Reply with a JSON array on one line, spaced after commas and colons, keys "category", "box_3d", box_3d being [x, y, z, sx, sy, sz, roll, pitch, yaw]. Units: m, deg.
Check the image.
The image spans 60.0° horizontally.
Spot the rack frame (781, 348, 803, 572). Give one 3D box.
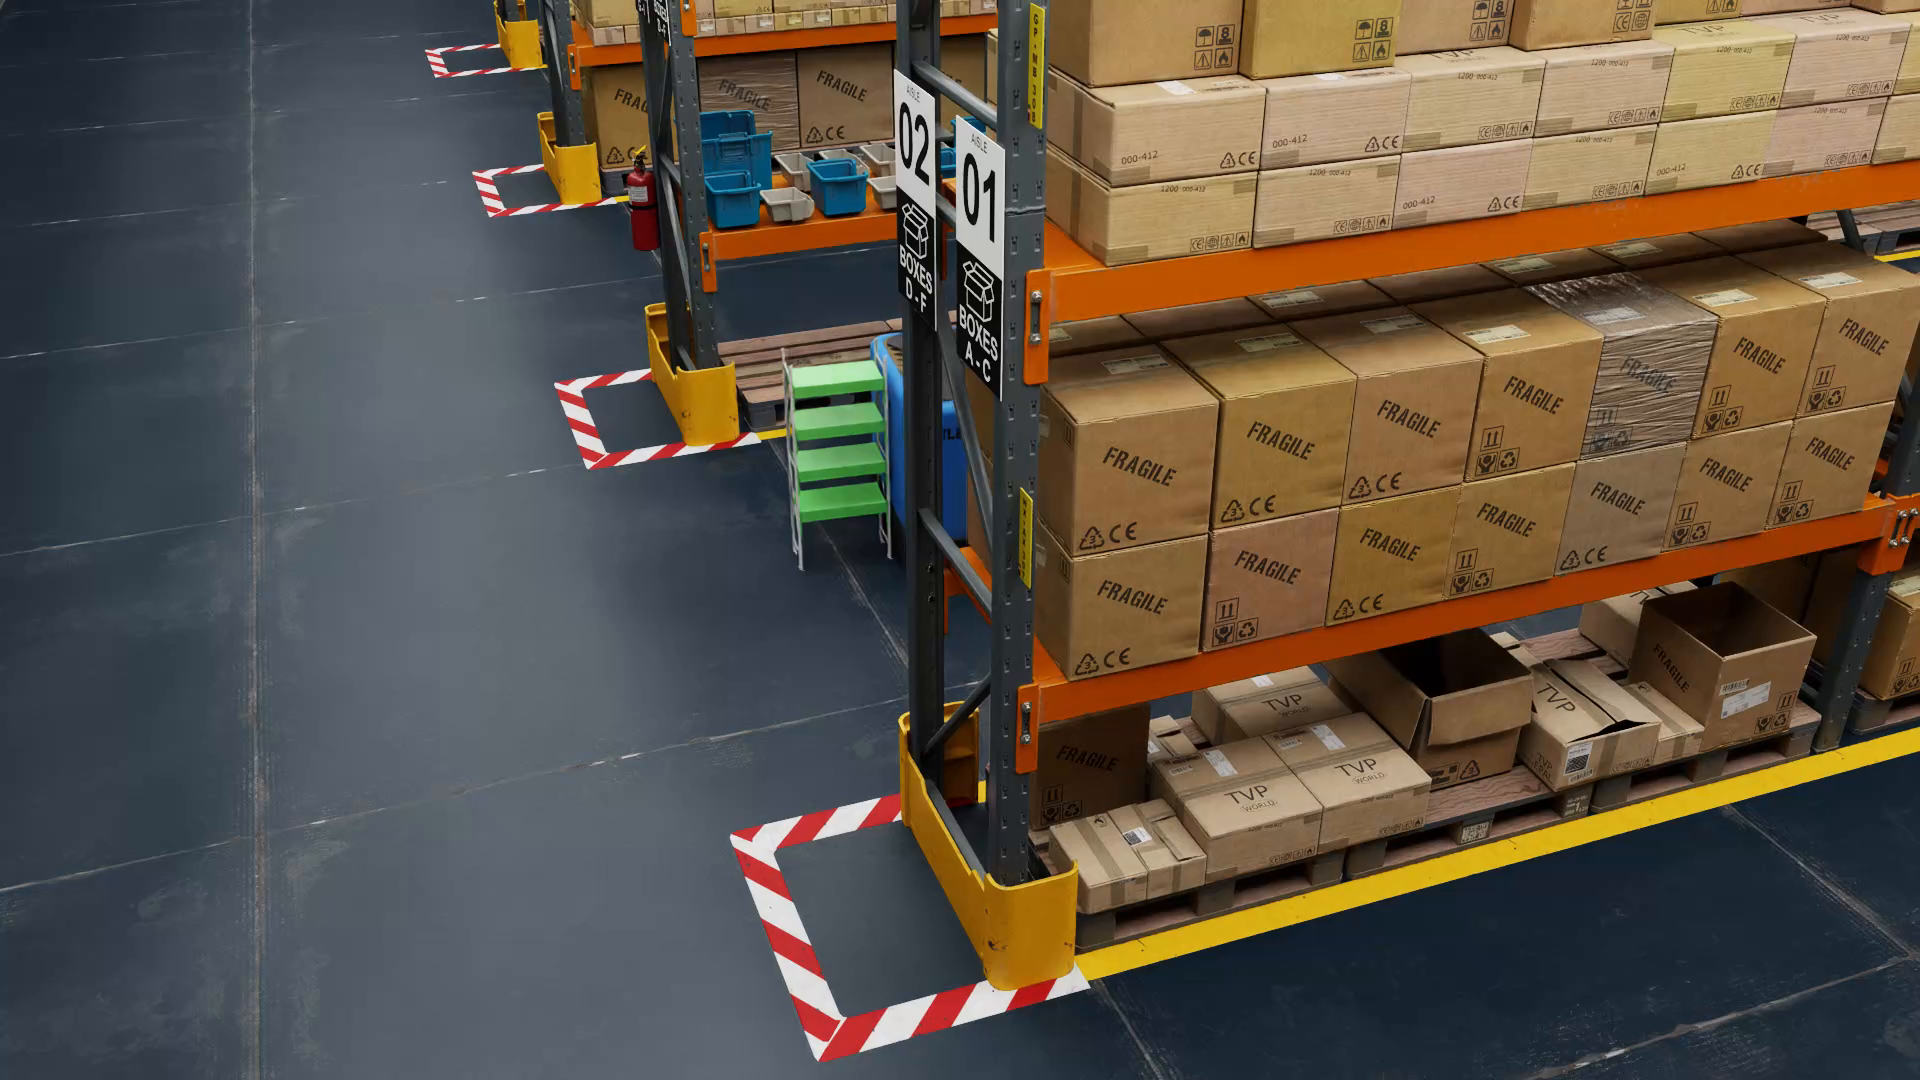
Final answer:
[{"category": "rack frame", "box_3d": [-0.882, -0.410, 8.758, 0.015, 1.200, 0.240, -7, 30, -13]}]

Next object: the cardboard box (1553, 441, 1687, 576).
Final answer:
[{"category": "cardboard box", "box_3d": [2.427, -0.231, 6.524, 0.500, 0.500, 0.500, -10, 31, -17]}]

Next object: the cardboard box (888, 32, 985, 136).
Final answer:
[{"category": "cardboard box", "box_3d": [-0.328, -4.351, 15.579, 0.875, 0.875, 0.875, -10, 31, -18]}]

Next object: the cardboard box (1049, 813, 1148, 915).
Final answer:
[{"category": "cardboard box", "box_3d": [0.532, 1.253, 6.456, 0.250, 0.149, 0.380, -10, 31, -18]}]

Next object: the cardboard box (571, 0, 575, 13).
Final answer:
[{"category": "cardboard box", "box_3d": [-4.240, -6.035, 18.668, 0.250, 0.149, 0.380, -10, 31, -17]}]

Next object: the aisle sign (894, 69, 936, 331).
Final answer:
[{"category": "aisle sign", "box_3d": [-0.151, -1.141, 5.597, 0.004, 0.787, 0.394, -10, 31, -18]}]

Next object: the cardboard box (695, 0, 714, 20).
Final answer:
[{"category": "cardboard box", "box_3d": [-2.402, -4.593, 14.132, 0.500, 0.250, 0.500, -11, 31, -18]}]

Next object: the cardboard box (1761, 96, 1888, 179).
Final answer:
[{"category": "cardboard box", "box_3d": [2.934, -1.521, 6.011, 0.500, 0.250, 0.500, -10, 31, -18]}]

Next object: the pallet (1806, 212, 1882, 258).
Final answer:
[{"category": "pallet", "box_3d": [6.534, -2.465, 13.364, 1.213, 0.211, 1.003, -10, 31, -18]}]

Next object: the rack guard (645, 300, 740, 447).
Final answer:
[{"category": "rack guard", "box_3d": [-1.722, -1.084, 10.648, 0.348, 0.500, 1.175, -10, 31, -18]}]

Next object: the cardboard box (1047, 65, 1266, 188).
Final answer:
[{"category": "cardboard box", "box_3d": [0.592, -1.305, 5.126, 0.500, 0.250, 0.500, -10, 31, -18]}]

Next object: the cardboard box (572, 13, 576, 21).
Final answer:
[{"category": "cardboard box", "box_3d": [-4.209, -5.862, 18.665, 0.250, 0.149, 0.380, -11, 31, -18]}]

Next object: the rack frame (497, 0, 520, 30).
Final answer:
[{"category": "rack frame", "box_3d": [-5.066, -6.797, 18.150, 0.127, 3.000, 1.000, -10, 31, -18]}]

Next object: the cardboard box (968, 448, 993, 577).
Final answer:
[{"category": "cardboard box", "box_3d": [0.345, -0.128, 6.344, 0.500, 0.500, 0.500, -9, 31, -16]}]

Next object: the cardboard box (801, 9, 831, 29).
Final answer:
[{"category": "cardboard box", "box_3d": [-1.297, -4.589, 14.529, 0.250, 0.149, 0.380, -10, 31, -17]}]

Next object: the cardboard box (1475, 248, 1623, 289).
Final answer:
[{"category": "cardboard box", "box_3d": [2.264, -0.921, 6.726, 0.500, 0.500, 0.500, -11, 32, -19]}]

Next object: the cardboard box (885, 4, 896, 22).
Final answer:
[{"category": "cardboard box", "box_3d": [-0.576, -4.722, 14.761, 0.250, 0.149, 0.380, -10, 31, -17]}]

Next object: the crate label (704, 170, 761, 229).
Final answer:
[{"category": "crate label", "box_3d": [-1.357, -2.023, 9.880, 0.303, 0.233, 0.416, -10, 31, -18]}]

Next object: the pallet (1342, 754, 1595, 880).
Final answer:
[{"category": "pallet", "box_3d": [1.980, 0.970, 7.334, 1.213, 0.211, 1.003, -10, 31, -18]}]

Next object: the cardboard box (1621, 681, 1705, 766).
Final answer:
[{"category": "cardboard box", "box_3d": [3.003, 0.798, 7.254, 0.250, 0.149, 0.380, -10, 31, -18]}]

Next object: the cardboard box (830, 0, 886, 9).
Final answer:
[{"category": "cardboard box", "box_3d": [-0.967, -4.856, 14.594, 0.500, 0.250, 0.500, -10, 31, -17]}]

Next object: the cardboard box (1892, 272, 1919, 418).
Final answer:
[{"category": "cardboard box", "box_3d": [4.291, -0.776, 7.056, 0.500, 0.500, 0.700, -22, 37, -34]}]

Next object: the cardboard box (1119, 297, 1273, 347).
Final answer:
[{"category": "cardboard box", "box_3d": [0.815, -0.651, 6.252, 0.500, 0.500, 0.500, -10, 31, -16]}]

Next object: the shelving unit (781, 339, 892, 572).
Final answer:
[{"category": "shelving unit", "box_3d": [-0.646, -0.440, 8.811, 0.503, 1.200, 0.258, -7, 30, -13]}]

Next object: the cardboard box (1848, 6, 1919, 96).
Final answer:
[{"category": "cardboard box", "box_3d": [3.408, -1.817, 6.026, 0.500, 0.250, 0.500, -10, 31, -18]}]

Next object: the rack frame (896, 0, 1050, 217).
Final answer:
[{"category": "rack frame", "box_3d": [0.020, -2.488, 4.527, 0.127, 3.000, 1.000, -10, 31, -18]}]

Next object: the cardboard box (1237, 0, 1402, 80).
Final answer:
[{"category": "cardboard box", "box_3d": [0.994, -1.806, 5.248, 0.500, 0.500, 0.700, -10, 31, -18]}]

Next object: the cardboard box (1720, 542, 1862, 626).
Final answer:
[{"category": "cardboard box", "box_3d": [4.132, 0.105, 8.116, 0.500, 0.500, 0.500, -11, 31, -18]}]

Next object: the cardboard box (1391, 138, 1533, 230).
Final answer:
[{"category": "cardboard box", "box_3d": [1.531, -1.258, 5.549, 0.500, 0.250, 0.500, -10, 31, -18]}]

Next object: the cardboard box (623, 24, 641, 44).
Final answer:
[{"category": "cardboard box", "box_3d": [-2.743, -4.322, 14.060, 0.250, 0.149, 0.380, -11, 31, -18]}]

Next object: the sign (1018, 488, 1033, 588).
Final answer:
[{"category": "sign", "box_3d": [0.209, -0.006, 5.356, 0.005, 0.325, 0.100, -10, 31, -18]}]

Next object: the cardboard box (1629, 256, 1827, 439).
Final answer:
[{"category": "cardboard box", "box_3d": [2.906, -0.753, 6.430, 0.500, 0.500, 0.500, -11, 31, -19]}]

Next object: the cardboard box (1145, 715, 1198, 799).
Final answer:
[{"category": "cardboard box", "box_3d": [0.855, 0.922, 7.019, 0.250, 0.166, 0.380, -10, 31, -18]}]

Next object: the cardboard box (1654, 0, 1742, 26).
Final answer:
[{"category": "cardboard box", "box_3d": [2.342, -2.142, 5.838, 0.500, 0.500, 0.700, -10, 31, -18]}]

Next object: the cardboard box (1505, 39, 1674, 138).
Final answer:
[{"category": "cardboard box", "box_3d": [2.000, -1.561, 5.577, 0.500, 0.250, 0.500, -10, 31, -18]}]

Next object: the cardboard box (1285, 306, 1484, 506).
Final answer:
[{"category": "cardboard box", "box_3d": [1.486, -0.491, 5.971, 0.500, 0.500, 0.500, -10, 31, -17]}]

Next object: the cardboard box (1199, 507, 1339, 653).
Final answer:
[{"category": "cardboard box", "box_3d": [1.010, 0.029, 6.067, 0.500, 0.500, 0.500, -11, 31, -18]}]

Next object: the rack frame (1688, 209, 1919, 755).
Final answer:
[{"category": "rack frame", "box_3d": [3.769, -0.572, 7.224, 0.127, 3.000, 1.000, -10, 31, -18]}]

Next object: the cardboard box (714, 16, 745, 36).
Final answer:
[{"category": "cardboard box", "box_3d": [-2.021, -4.455, 14.294, 0.250, 0.149, 0.380, -11, 31, -19]}]

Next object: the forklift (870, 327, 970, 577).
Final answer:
[{"category": "forklift", "box_3d": [1.072, -1.411, 8.766, 3.031, 2.935, 1.130, -7, 30, -13]}]

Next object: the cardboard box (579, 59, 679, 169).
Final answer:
[{"category": "cardboard box", "box_3d": [-2.859, -3.885, 14.761, 0.875, 0.875, 0.875, -10, 31, -18]}]

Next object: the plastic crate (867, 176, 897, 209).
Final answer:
[{"category": "plastic crate", "box_3d": [-0.392, -2.116, 10.139, 0.298, 0.136, 0.250, -10, 31, -18]}]

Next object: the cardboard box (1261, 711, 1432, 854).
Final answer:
[{"category": "cardboard box", "box_3d": [1.566, 0.987, 6.820, 0.500, 0.250, 0.500, -10, 31, -18]}]

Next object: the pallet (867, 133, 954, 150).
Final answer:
[{"category": "pallet", "box_3d": [-0.422, -3.862, 15.816, 1.213, 0.211, 1.003, -10, 31, -18]}]

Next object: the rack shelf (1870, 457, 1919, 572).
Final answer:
[{"category": "rack shelf", "box_3d": [5.643, -0.605, 8.008, 4.000, 0.370, 1.077, -10, 31, -18]}]

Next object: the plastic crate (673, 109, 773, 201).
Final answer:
[{"category": "plastic crate", "box_3d": [-1.455, -2.366, 10.277, 0.499, 0.435, 0.616, -10, 31, -18]}]

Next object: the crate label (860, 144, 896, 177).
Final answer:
[{"category": "crate label", "box_3d": [-0.473, -2.419, 10.672, 0.243, 0.136, 0.396, -10, 31, -18]}]

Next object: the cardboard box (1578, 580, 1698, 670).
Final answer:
[{"category": "cardboard box", "box_3d": [3.300, 0.377, 7.829, 0.500, 0.311, 0.500, -10, 31, -18]}]

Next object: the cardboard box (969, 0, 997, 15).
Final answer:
[{"category": "cardboard box", "box_3d": [0.147, -4.855, 14.995, 0.250, 0.149, 0.380, -10, 31, -17]}]

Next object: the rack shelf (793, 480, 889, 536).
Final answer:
[{"category": "rack shelf", "box_3d": [-0.646, -0.176, 8.961, 0.480, 0.148, 0.258, -7, 30, -13]}]

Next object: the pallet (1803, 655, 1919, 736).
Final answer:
[{"category": "pallet", "box_3d": [4.518, 0.482, 8.191, 1.213, 0.211, 1.003, -10, 31, -18]}]
